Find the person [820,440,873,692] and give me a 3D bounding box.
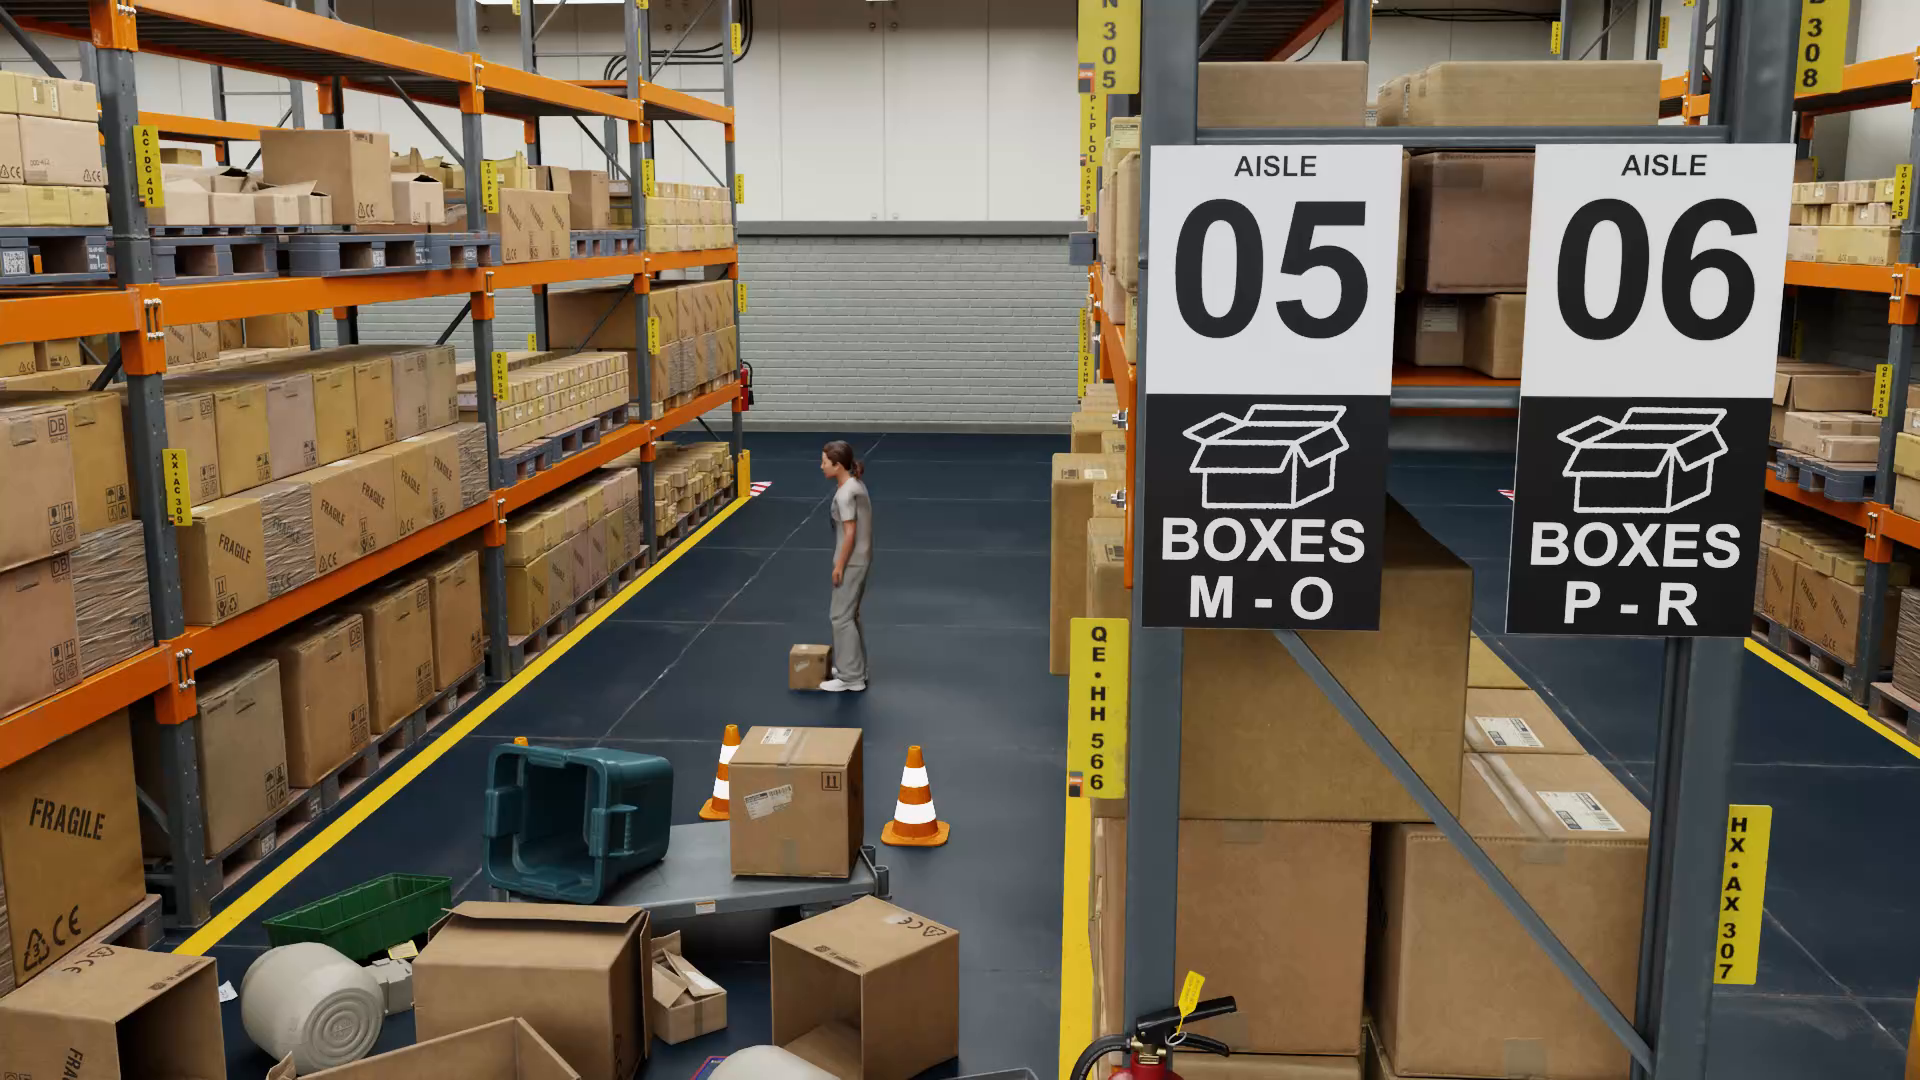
[{"bbox_3d":[-0.757,0.163,11.078,0.358,1.673,0.488,0,11,2],"label":"person"}]
